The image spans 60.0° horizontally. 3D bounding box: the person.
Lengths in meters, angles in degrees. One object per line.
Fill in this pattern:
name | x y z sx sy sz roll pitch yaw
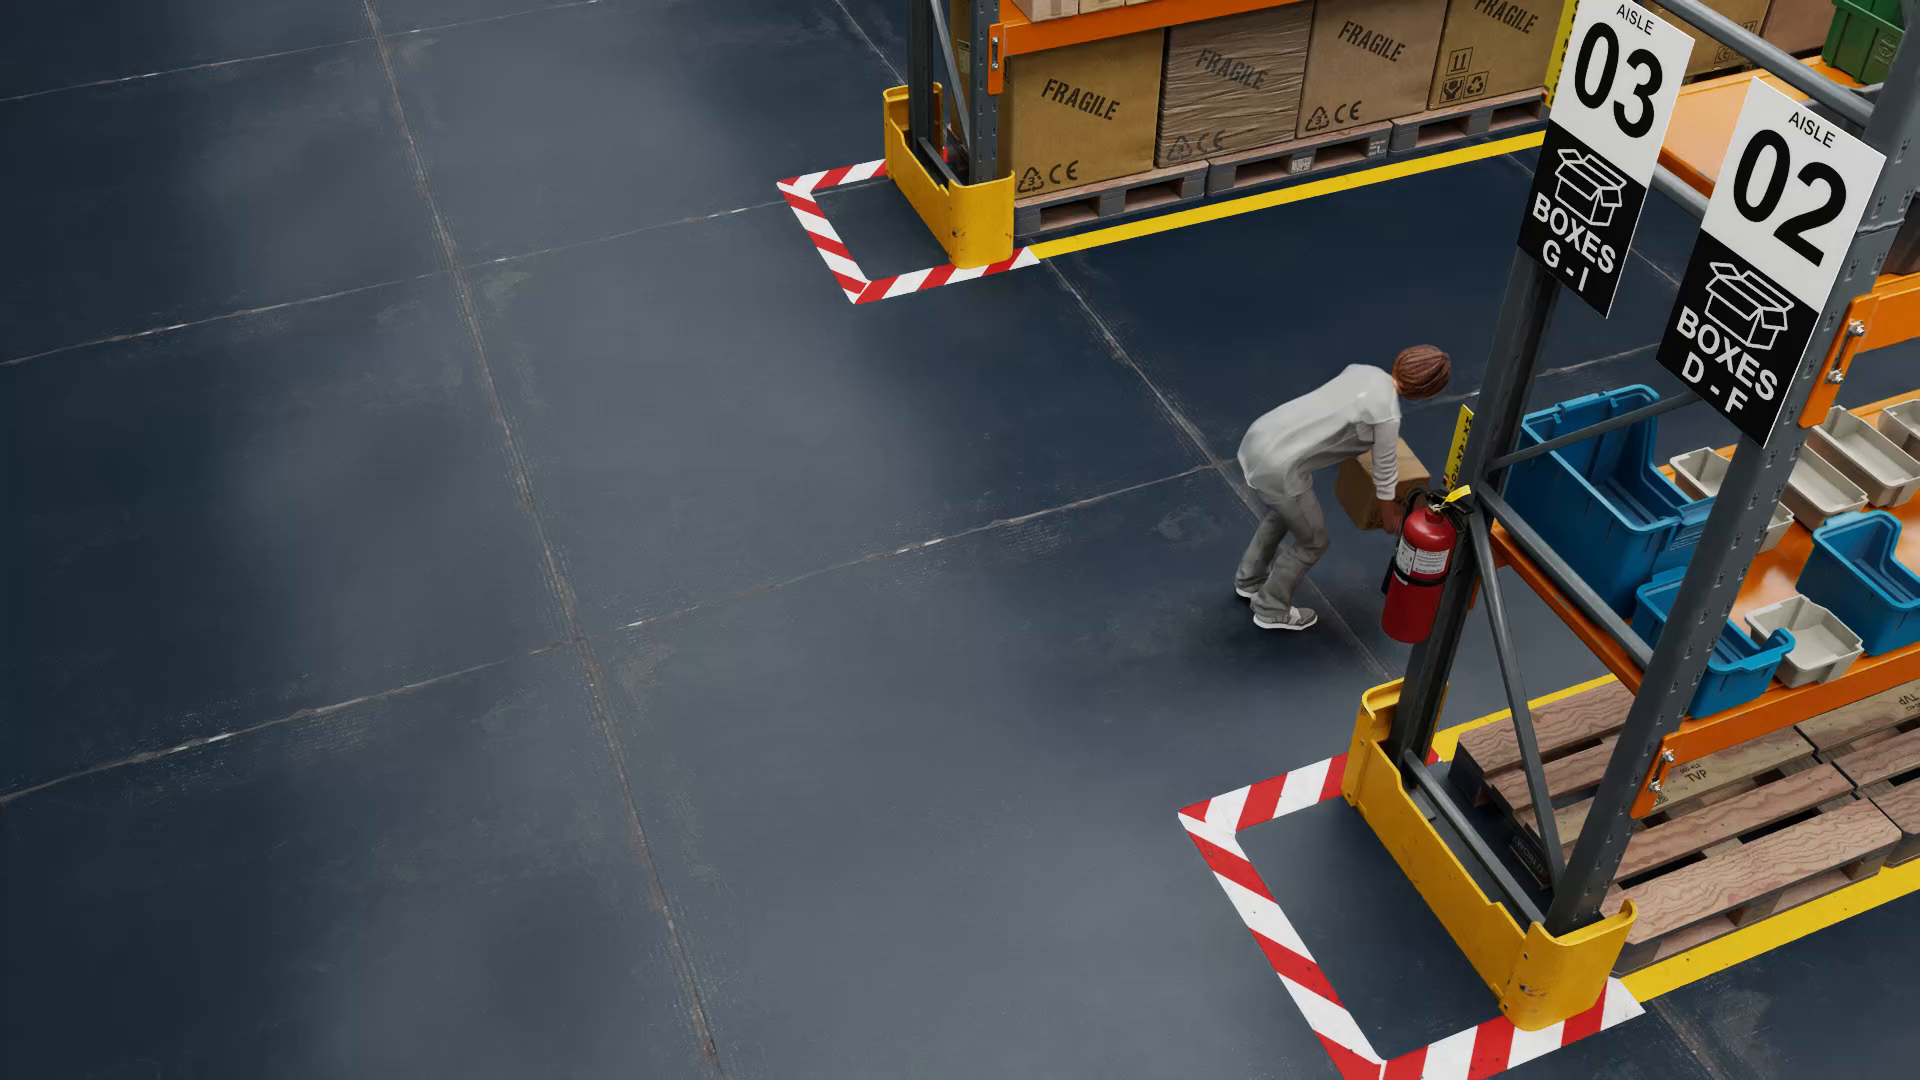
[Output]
person | 1.478 -0.205 6.624 0.782 1.289 0.382 -6 43 -7
